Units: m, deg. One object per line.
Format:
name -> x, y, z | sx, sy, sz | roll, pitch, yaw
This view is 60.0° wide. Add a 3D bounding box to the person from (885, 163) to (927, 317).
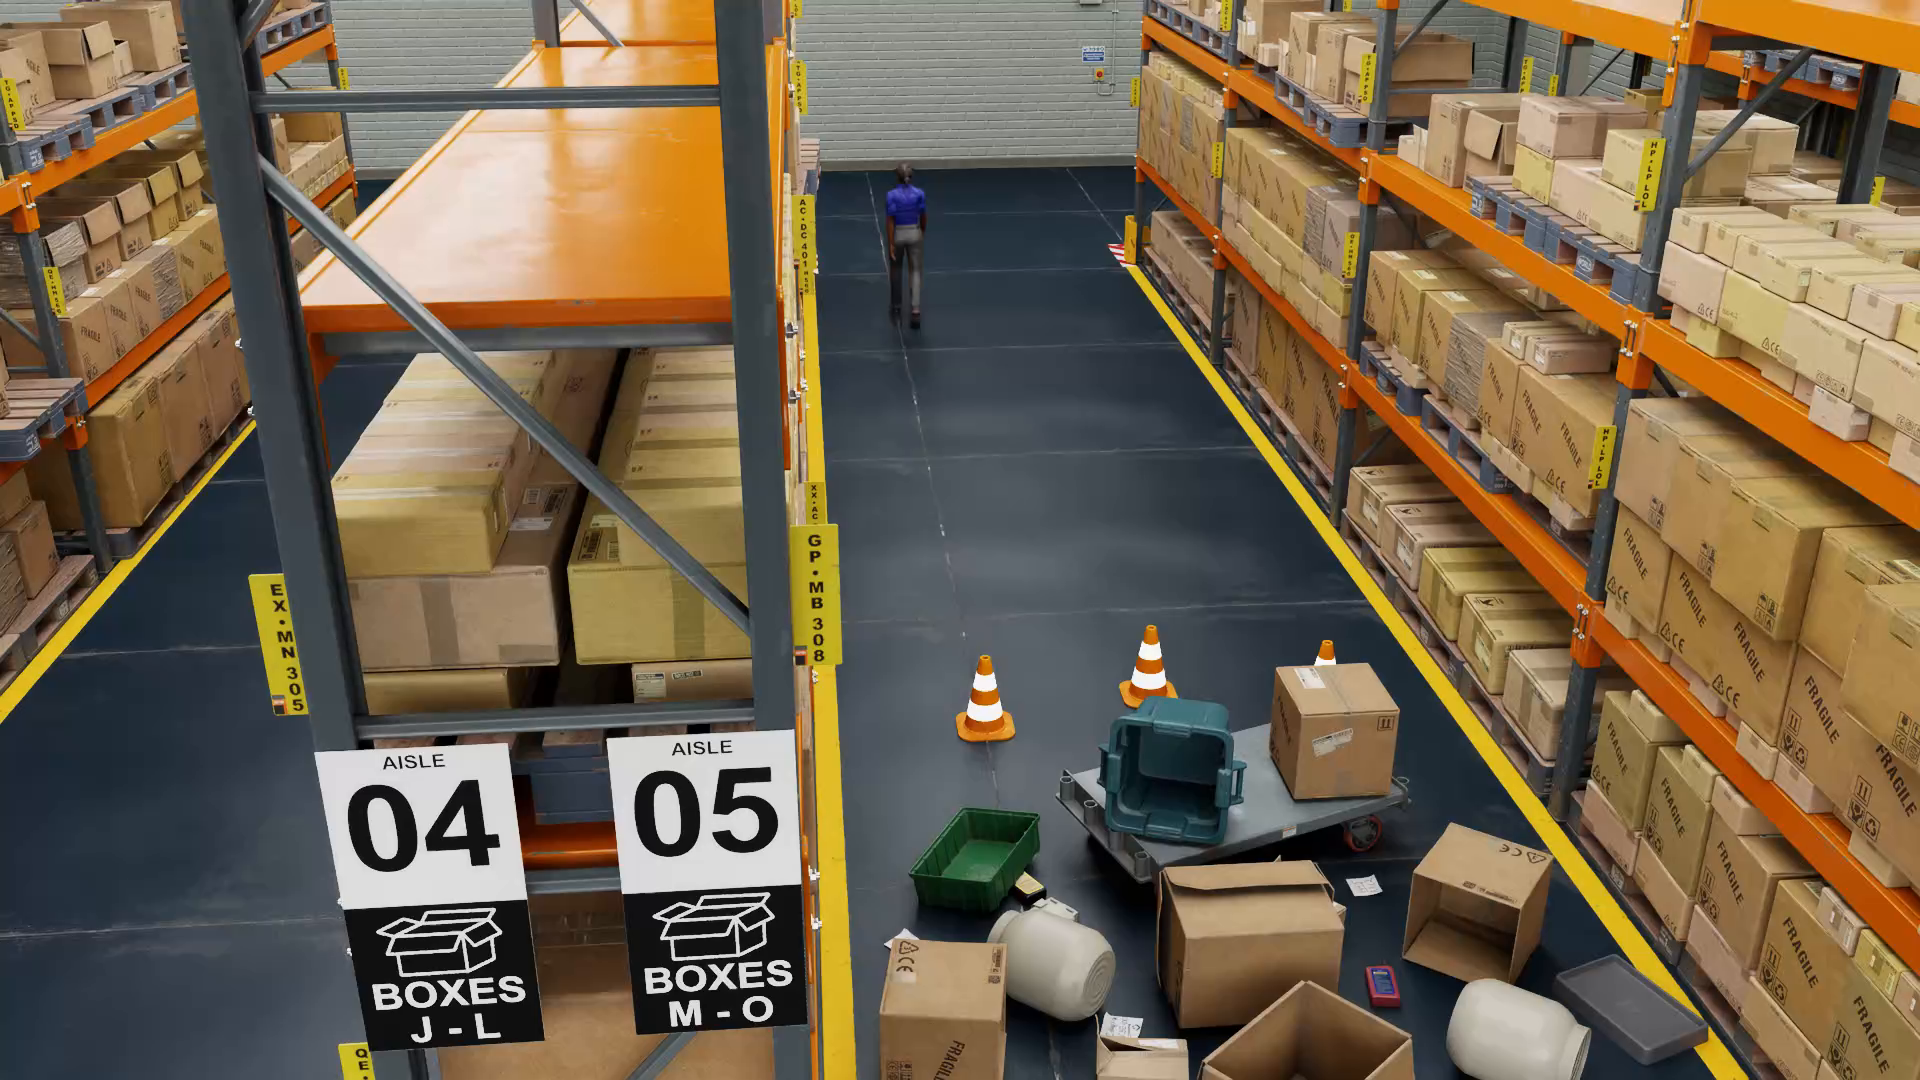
person -> -0.562, -3.154, 17.435 | 0.438, 1.606, 0.960 | -2, 24, -4
